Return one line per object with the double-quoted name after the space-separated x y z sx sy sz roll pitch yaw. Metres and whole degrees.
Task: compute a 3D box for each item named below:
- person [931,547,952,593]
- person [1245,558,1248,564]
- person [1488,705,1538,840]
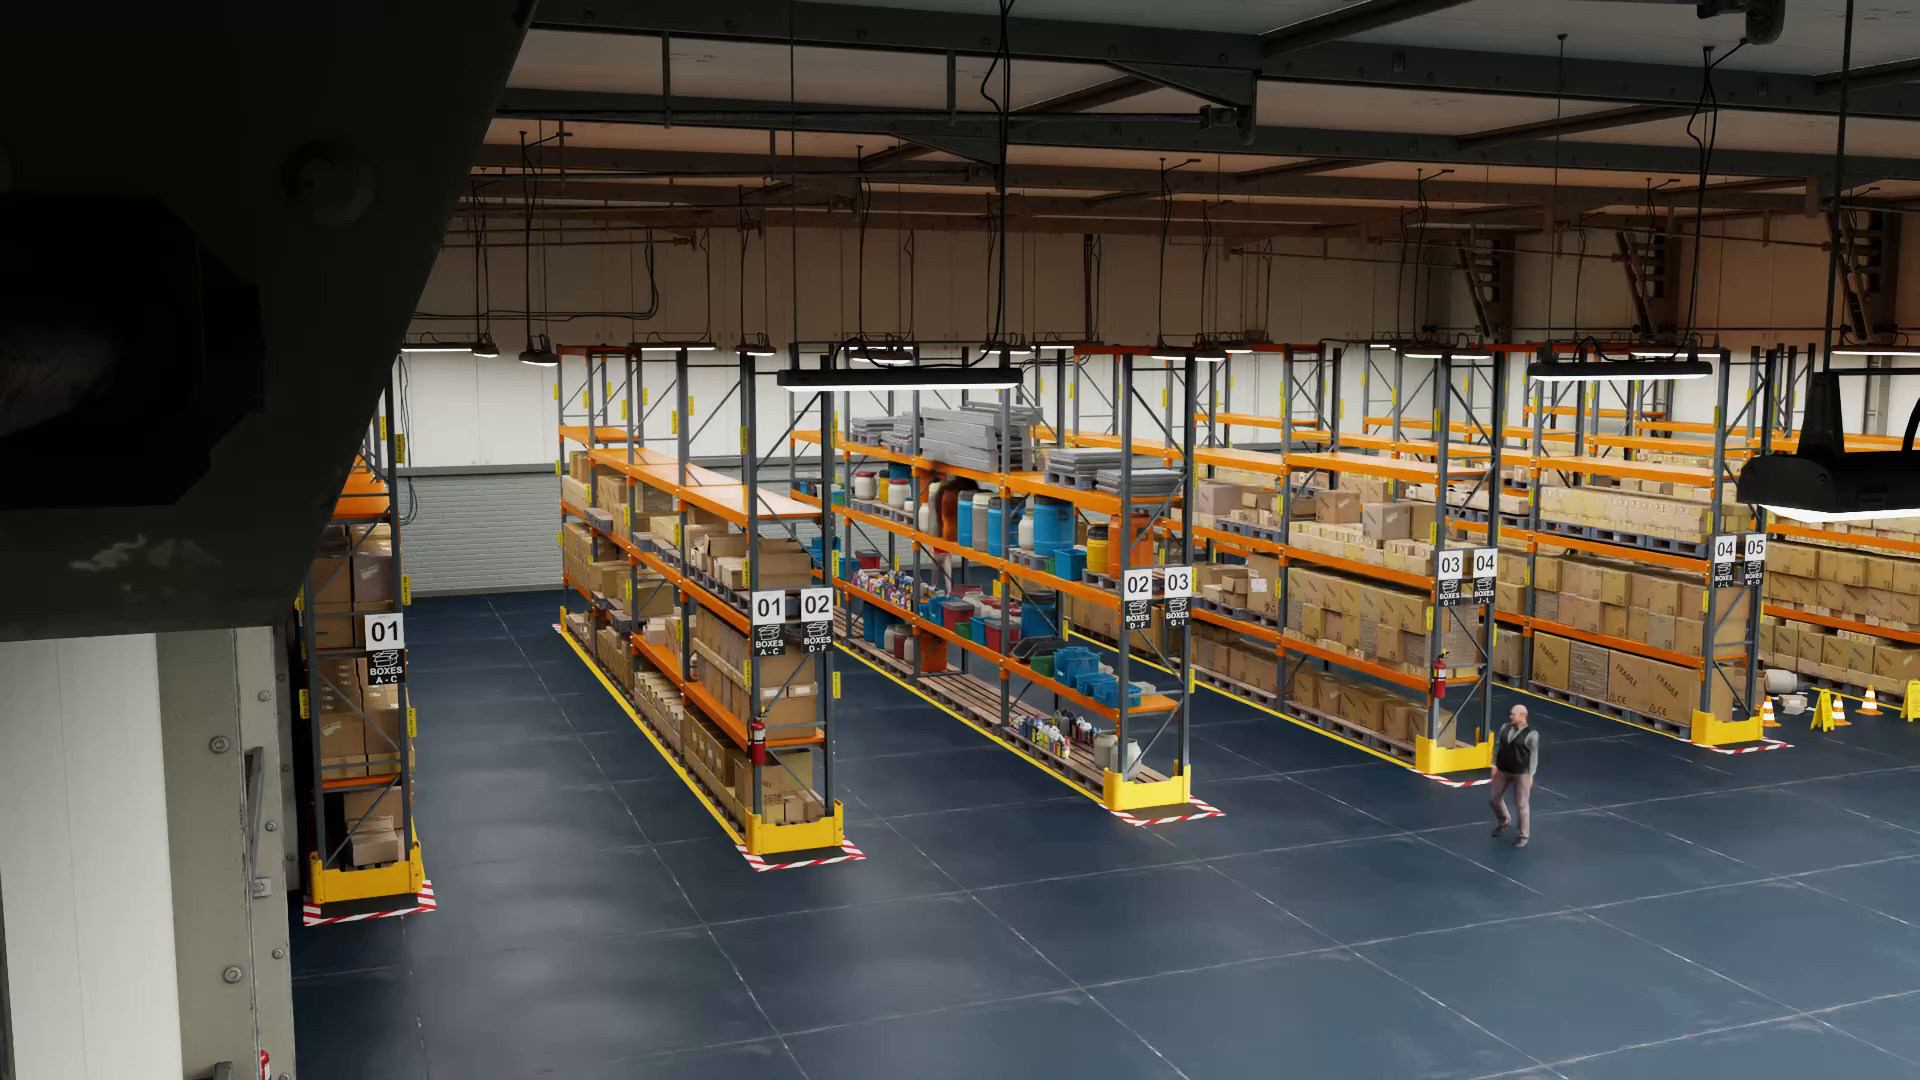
-0.409 0.515 39.837 0.551 1.468 1.016 -2 8 -17 "person"
7.900 -0.170 44.100 0.815 1.689 0.571 -5 9 -34 "person"
6.830 2.849 20.478 0.397 1.664 0.547 -6 10 -41 "person"
